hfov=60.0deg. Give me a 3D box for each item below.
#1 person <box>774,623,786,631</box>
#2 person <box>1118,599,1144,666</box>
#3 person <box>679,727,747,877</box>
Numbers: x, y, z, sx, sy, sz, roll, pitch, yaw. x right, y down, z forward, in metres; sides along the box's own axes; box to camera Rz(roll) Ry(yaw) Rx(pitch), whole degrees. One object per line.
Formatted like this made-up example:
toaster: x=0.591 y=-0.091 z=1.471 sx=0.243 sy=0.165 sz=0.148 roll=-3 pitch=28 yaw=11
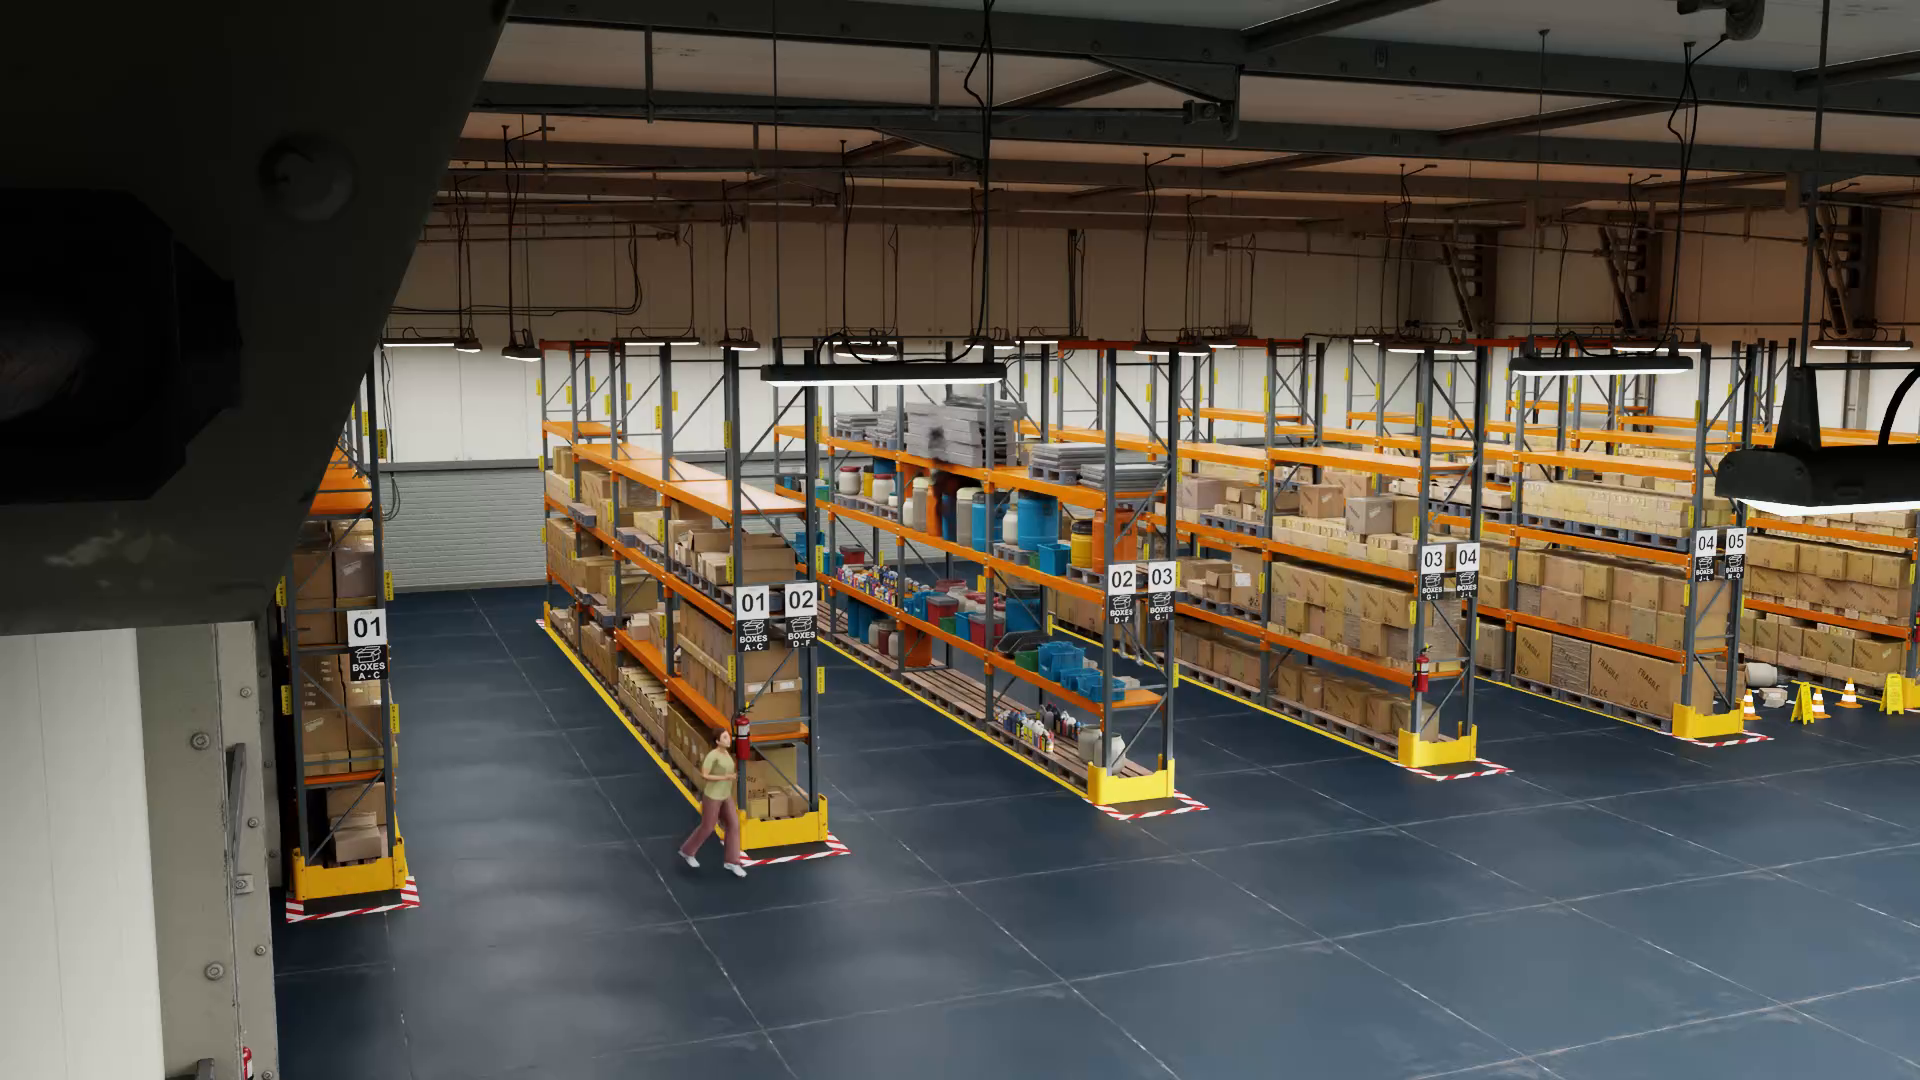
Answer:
person: x=-3.157 y=1.402 z=29.491 sx=0.614 sy=1.637 sz=0.491 roll=-6 pitch=9 yaw=-37
person: x=3.060 y=1.439 z=29.719 sx=0.522 sy=1.580 sz=0.671 roll=-4 pitch=8 yaw=-26
person: x=-2.822 y=3.005 z=19.277 sx=0.865 sy=1.698 sz=0.586 roll=4 pitch=8 yaw=25
